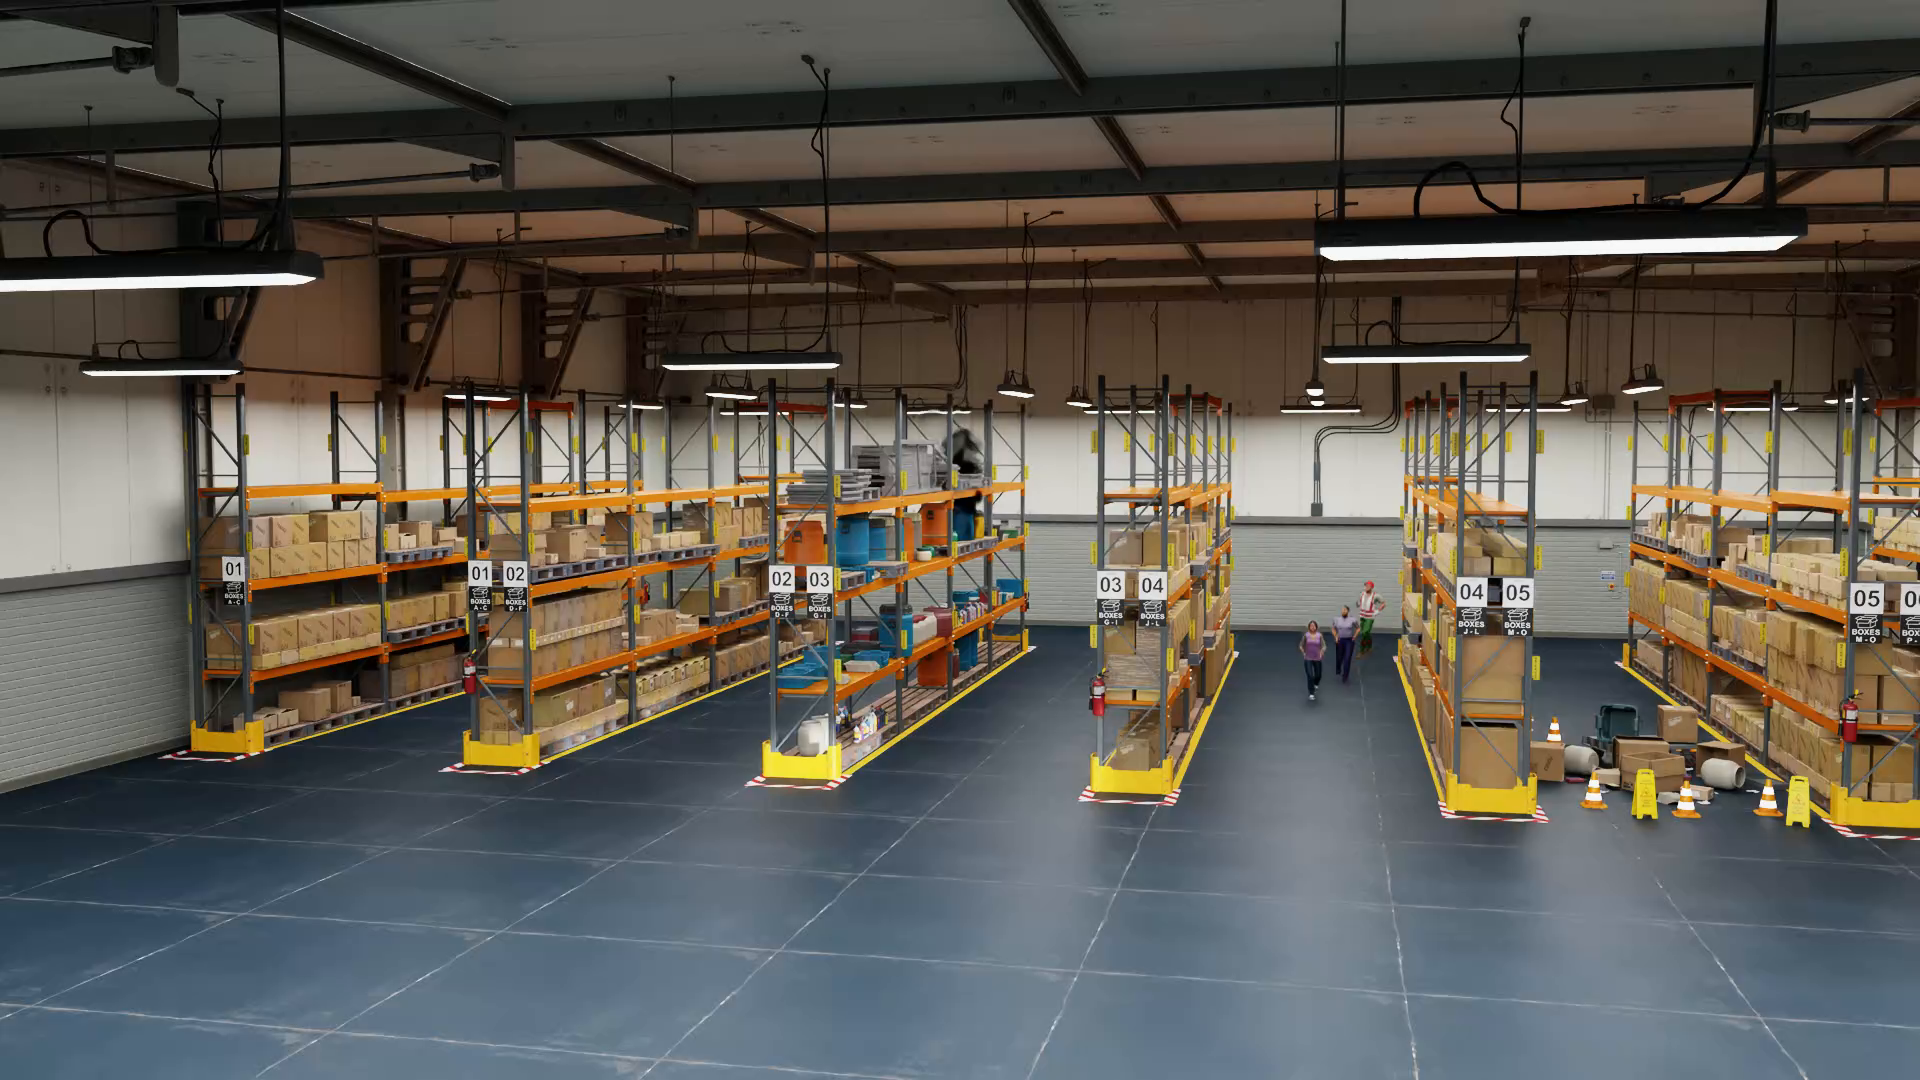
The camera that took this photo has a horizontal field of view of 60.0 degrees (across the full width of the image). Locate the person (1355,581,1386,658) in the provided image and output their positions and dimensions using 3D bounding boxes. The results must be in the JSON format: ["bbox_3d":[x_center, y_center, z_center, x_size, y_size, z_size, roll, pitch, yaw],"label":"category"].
[{"bbox_3d":[9.631,1.877,39.181,0.766,1.844,0.653,-3,4,-39],"label":"person"}]

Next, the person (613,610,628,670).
[{"bbox_3d":[-6.884,2.233,33.830,0.586,1.656,0.803,0,3,6],"label":"person"}]

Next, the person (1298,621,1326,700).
[{"bbox_3d":[6.927,2.359,32.701,0.534,1.542,0.565,1,3,9],"label":"person"}]

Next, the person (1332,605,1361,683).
[{"bbox_3d":[8.204,2.191,35.333,0.607,1.628,0.641,1,3,18],"label":"person"}]
